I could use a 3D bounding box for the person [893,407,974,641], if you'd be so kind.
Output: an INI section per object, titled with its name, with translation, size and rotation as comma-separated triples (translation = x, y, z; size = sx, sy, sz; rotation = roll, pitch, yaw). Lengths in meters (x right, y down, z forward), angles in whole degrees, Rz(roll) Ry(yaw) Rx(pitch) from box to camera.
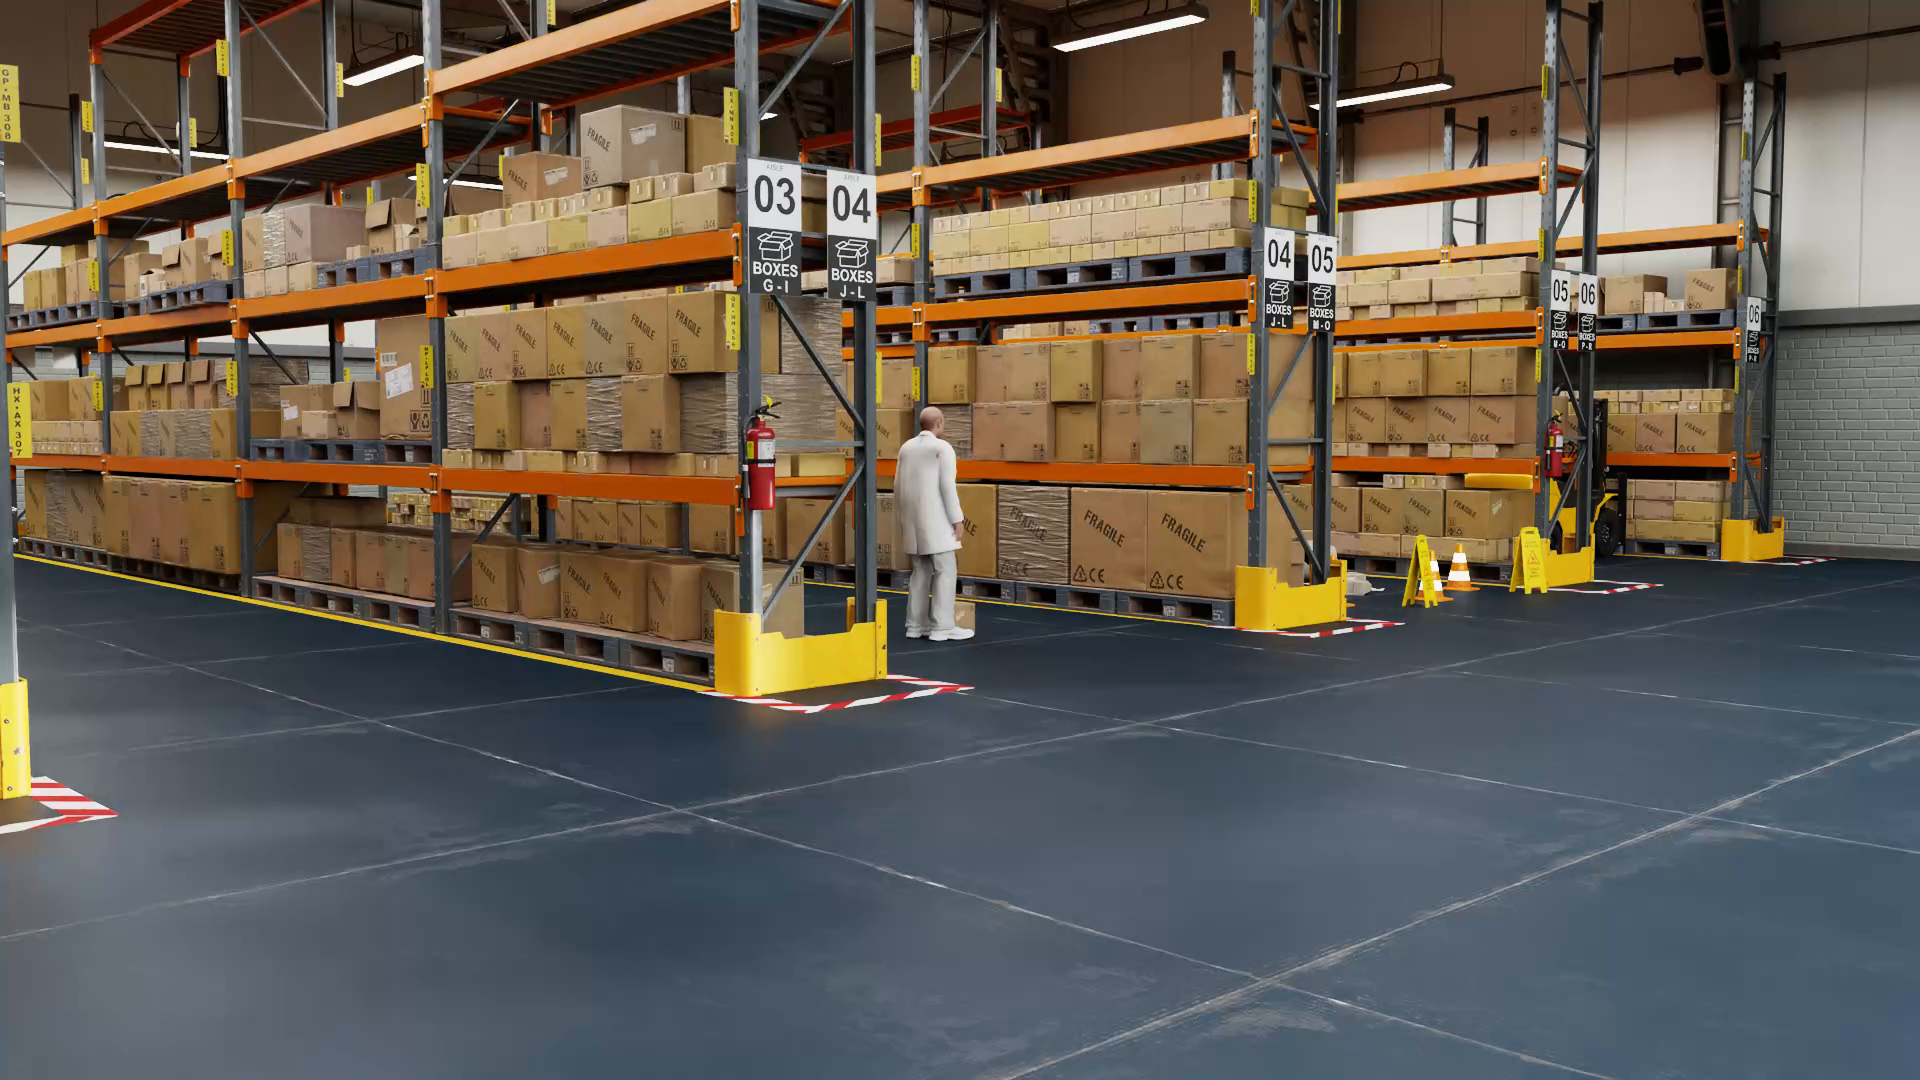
[person]
translation = -0.232, -0.134, 12.749
size = 0.652, 1.773, 0.422
rotation = 4, 5, 43
